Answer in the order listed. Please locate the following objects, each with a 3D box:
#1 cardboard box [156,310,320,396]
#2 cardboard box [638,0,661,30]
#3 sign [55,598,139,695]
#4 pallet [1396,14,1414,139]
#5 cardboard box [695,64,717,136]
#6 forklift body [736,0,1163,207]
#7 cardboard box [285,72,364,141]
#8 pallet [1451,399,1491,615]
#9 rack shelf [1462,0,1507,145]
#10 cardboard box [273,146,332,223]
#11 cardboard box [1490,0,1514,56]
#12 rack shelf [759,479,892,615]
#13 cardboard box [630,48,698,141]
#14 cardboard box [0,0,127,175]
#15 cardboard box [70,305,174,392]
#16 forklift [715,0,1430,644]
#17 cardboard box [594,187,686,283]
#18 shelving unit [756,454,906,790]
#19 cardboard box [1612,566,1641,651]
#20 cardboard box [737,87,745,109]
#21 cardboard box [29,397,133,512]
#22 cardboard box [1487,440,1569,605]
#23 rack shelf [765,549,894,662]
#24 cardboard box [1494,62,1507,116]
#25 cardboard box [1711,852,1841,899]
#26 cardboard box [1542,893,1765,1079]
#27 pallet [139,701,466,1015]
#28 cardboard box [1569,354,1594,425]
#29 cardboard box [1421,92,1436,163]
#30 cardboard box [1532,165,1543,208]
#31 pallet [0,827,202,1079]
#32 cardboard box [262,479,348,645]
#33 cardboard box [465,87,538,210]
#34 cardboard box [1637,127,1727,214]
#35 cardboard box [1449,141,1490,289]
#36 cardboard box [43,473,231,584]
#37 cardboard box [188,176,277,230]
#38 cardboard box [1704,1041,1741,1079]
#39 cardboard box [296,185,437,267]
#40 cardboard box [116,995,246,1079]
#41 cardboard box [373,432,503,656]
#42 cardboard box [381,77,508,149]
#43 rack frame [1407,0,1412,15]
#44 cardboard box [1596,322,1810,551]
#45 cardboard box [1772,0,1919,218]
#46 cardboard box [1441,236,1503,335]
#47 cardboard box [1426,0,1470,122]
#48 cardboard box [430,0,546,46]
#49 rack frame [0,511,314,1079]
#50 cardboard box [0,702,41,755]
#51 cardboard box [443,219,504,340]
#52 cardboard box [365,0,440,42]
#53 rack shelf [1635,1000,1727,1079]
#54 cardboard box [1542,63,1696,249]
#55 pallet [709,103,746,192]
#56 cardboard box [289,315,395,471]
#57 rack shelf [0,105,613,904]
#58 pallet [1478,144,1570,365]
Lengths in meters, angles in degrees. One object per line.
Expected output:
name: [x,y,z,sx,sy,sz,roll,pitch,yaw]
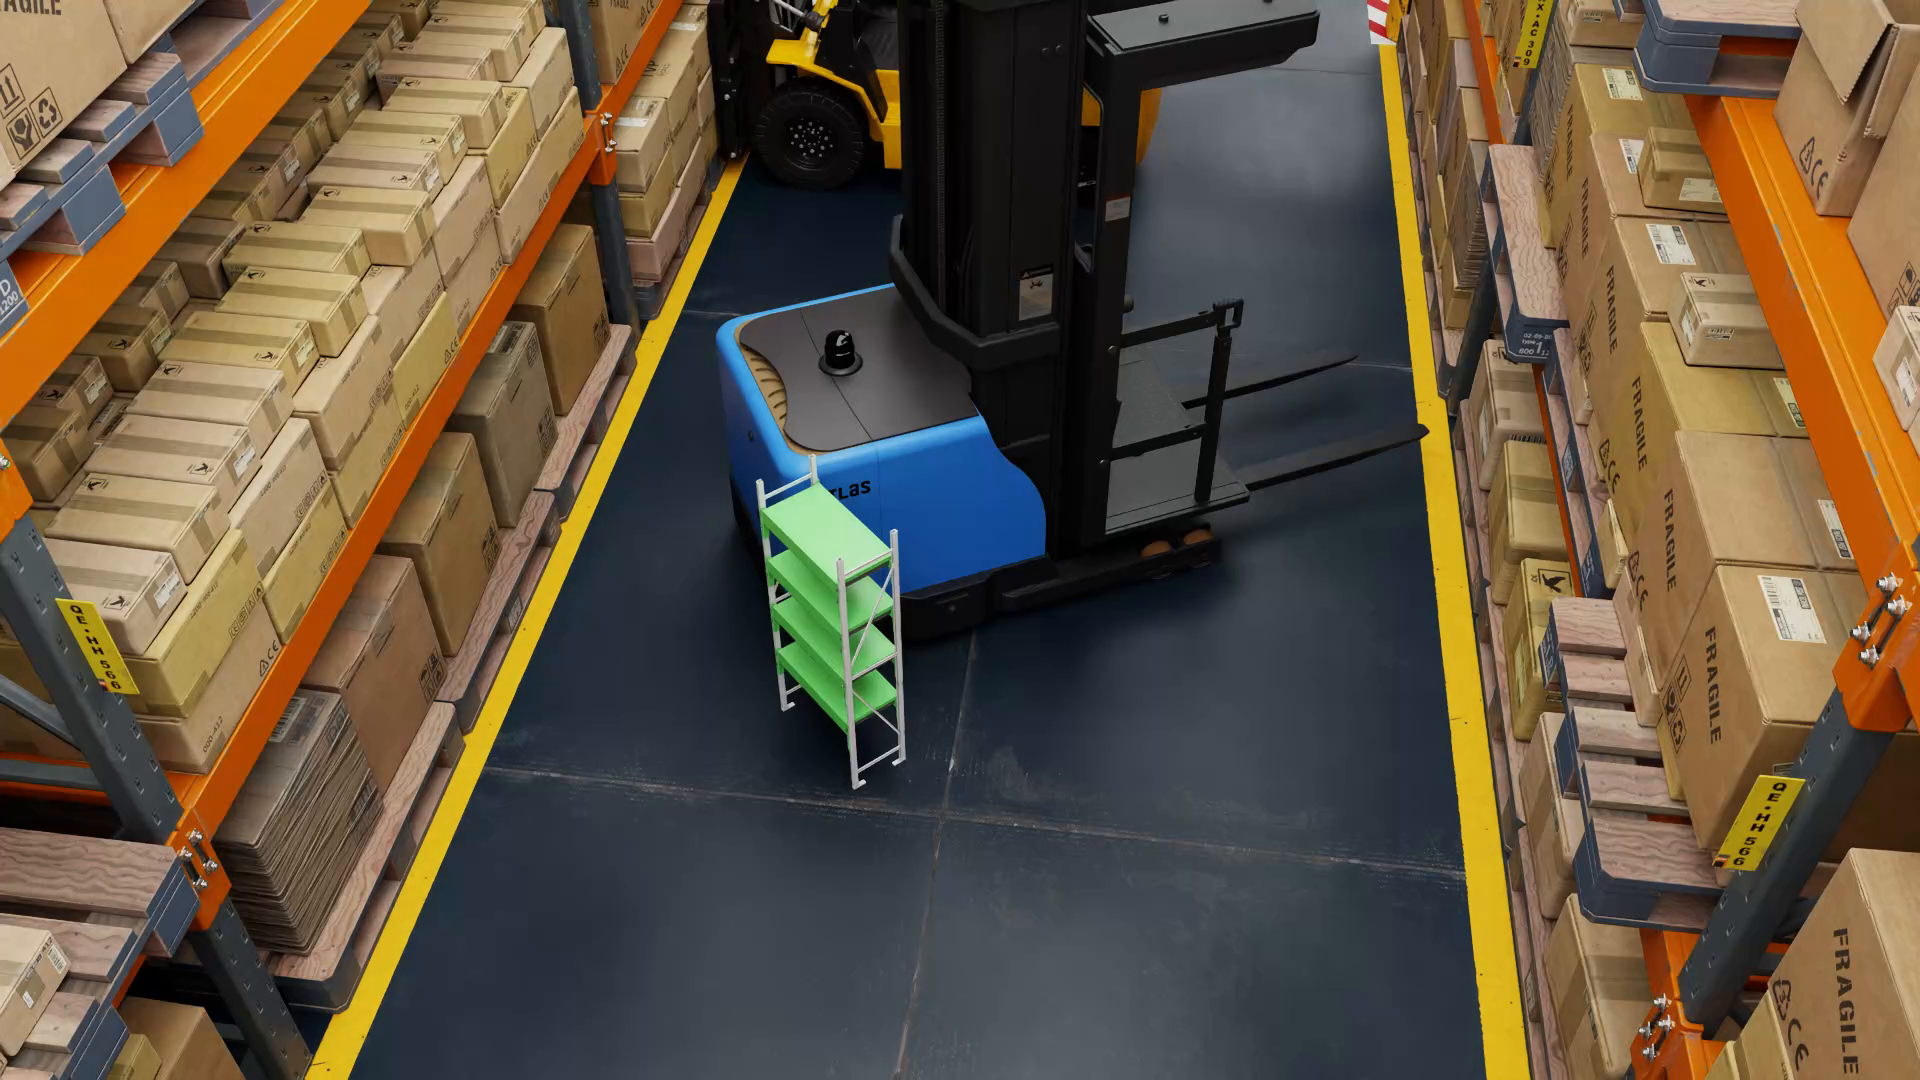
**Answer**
cardboard box: [-2.228,-0.565,5.143,0.380,0.149,0.250,6,44,6]
cardboard box: [-1.731,-2.787,7.962,0.500,0.500,0.500,6,44,6]
sign: [-2.091,0.261,4.030,0.100,0.325,0.005,5,44,6]
pallet: [3.196,-2.778,10.053,1.003,0.211,1.213,5,44,6]
cardboard box: [-1.589,-2.438,8.996,0.500,0.250,0.500,5,44,5]
forklift body: [-0.015,-3.076,8.956,2.313,2.155,1.214,5,44,6]
cardboard box: [-2.495,-1.643,6.282,0.380,0.149,0.250,5,44,5]
pallet: [2.718,-0.124,7.249,1.003,0.211,1.213,5,44,6]
rack shelf: [3.084,-2.769,8.538,1.077,0.370,4.000,5,44,6]
cardboard box: [-2.578,-1.230,6.135,0.500,0.250,0.500,4,44,5]
cardboard box: [2.693,-2.488,7.429,0.500,0.500,0.500,7,44,7]
rack shelf: [-0.457,0.018,5.776,0.258,0.148,0.480,-28,50,-26]
cardboard box: [-1.648,-2.282,8.467,0.500,0.250,0.500,5,44,6]
cardboard box: [-2.293,-1.176,3.700,0.500,0.500,0.500,6,44,6]
cardboard box: [-2.694,-0.606,5.186,0.380,0.149,0.250,5,44,5]
forklift: [0.580,-1.221,6.430,3.031,2.935,1.130,-15,45,-15]
cardboard box: [-1.709,-1.569,8.442,0.500,0.250,0.500,6,44,6]
shelving unit: [-0.457,0.320,6.062,0.258,1.200,0.503,-28,50,-26]
cardboard box: [2.095,0.217,4.739,0.380,0.149,0.250,3,44,4]
cardboard box: [-1.518,-2.613,9.544,0.500,0.250,0.500,7,44,7]
cardboard box: [-2.780,-0.197,5.044,0.500,0.250,0.500,6,44,6]
cardboard box: [2.661,-0.018,6.715,0.950,0.372,0.625,8,44,8]
rack shelf: [-0.457,0.192,5.941,0.258,0.148,0.480,-28,50,-26]
cardboard box: [2.586,-1.993,7.378,0.380,0.149,0.250,6,44,6]
cardboard box: [2.101,0.753,4.173,0.380,0.149,0.250,7,44,7]
cardboard box: [2.375,1.476,5.137,0.950,0.372,0.625,3,43,3]
pallet: [-2.482,1.065,5.994,1.003,0.211,1.213,5,44,6]
cardboard box: [2.233,-0.495,5.490,0.380,0.149,0.250,7,44,7]
cardboard box: [2.833,-2.302,9.217,0.500,0.250,0.500,8,44,8]
cardboard box: [2.433,-1.380,6.426,0.380,0.149,0.250,6,44,6]
pallet: [-2.650,1.148,4.017,1.213,0.211,1.003,5,44,6]
cardboard box: [-2.258,0.042,5.155,0.500,0.250,0.500,4,44,5]
cardboard box: [-1.973,-1.534,6.456,0.500,0.250,0.500,4,44,4]
cardboard box: [2.365,-1.161,5.251,0.380,0.149,0.250,8,44,8]
cardboard box: [2.632,-1.521,7.846,0.500,0.500,0.500,5,44,5]
cardboard box: [-2.262,-0.034,4.582,0.380,0.149,0.250,6,44,6]
cardboard box: [-2.608,-1.133,5.742,0.380,0.149,0.250,6,44,6]
cardboard box: [1.977,1.424,3.696,0.500,0.250,0.500,5,44,5]
cardboard box: [-2.024,-1.073,5.680,0.380,0.149,0.250,4,44,4]
cardboard box: [-2.473,1.673,4.836,0.500,0.500,0.500,6,44,7]
cardboard box: [-2.366,-0.009,6.521,0.875,0.625,0.625,4,44,4]
cardboard box: [-1.930,-1.604,6.240,0.380,0.149,0.250,4,44,4]
rack frame: [3.348,-4.393,9.730,1.000,3.000,0.127,5,44,6]
cardboard box: [2.198,-0.270,4.782,0.500,0.500,0.500,3,43,3]
cardboard box: [2.464,-1.110,4.006,0.797,0.503,0.637,5,44,6]
cardboard box: [2.631,-1.249,8.104,0.500,0.250,0.500,7,44,7]
cardboard box: [2.826,-2.581,8.965,0.500,0.500,0.500,6,44,6]
cardboard box: [-1.926,-2.135,6.801,0.380,0.149,0.250,7,44,7]
rack frame: [-2.630,0.610,4.446,1.000,3.000,0.127,5,44,6]
cardboard box: [-2.824,0.335,4.846,0.500,0.250,0.500,4,44,5]
cardboard box: [-2.065,-1.015,6.272,0.500,0.250,0.500,5,44,6]
cardboard box: [-2.360,-2.168,6.835,0.380,0.149,0.250,4,44,5]
rack shelf: [2.026,2.683,2.780,1.077,0.370,4.000,5,44,6]
cardboard box: [2.408,-1.329,5.900,0.500,0.500,0.500,5,44,6]
pallet: [-1.796,-2.475,9.733,1.003,0.211,1.213,5,44,6]
cardboard box: [-2.175,-0.493,5.357,0.500,0.250,0.500,4,44,4]
rack shelf: [-2.365,-0.492,6.133,1.077,0.370,4.000,5,44,6]
pallet: [2.574,-1.090,6.381,1.003,0.211,1.213,5,44,6]
